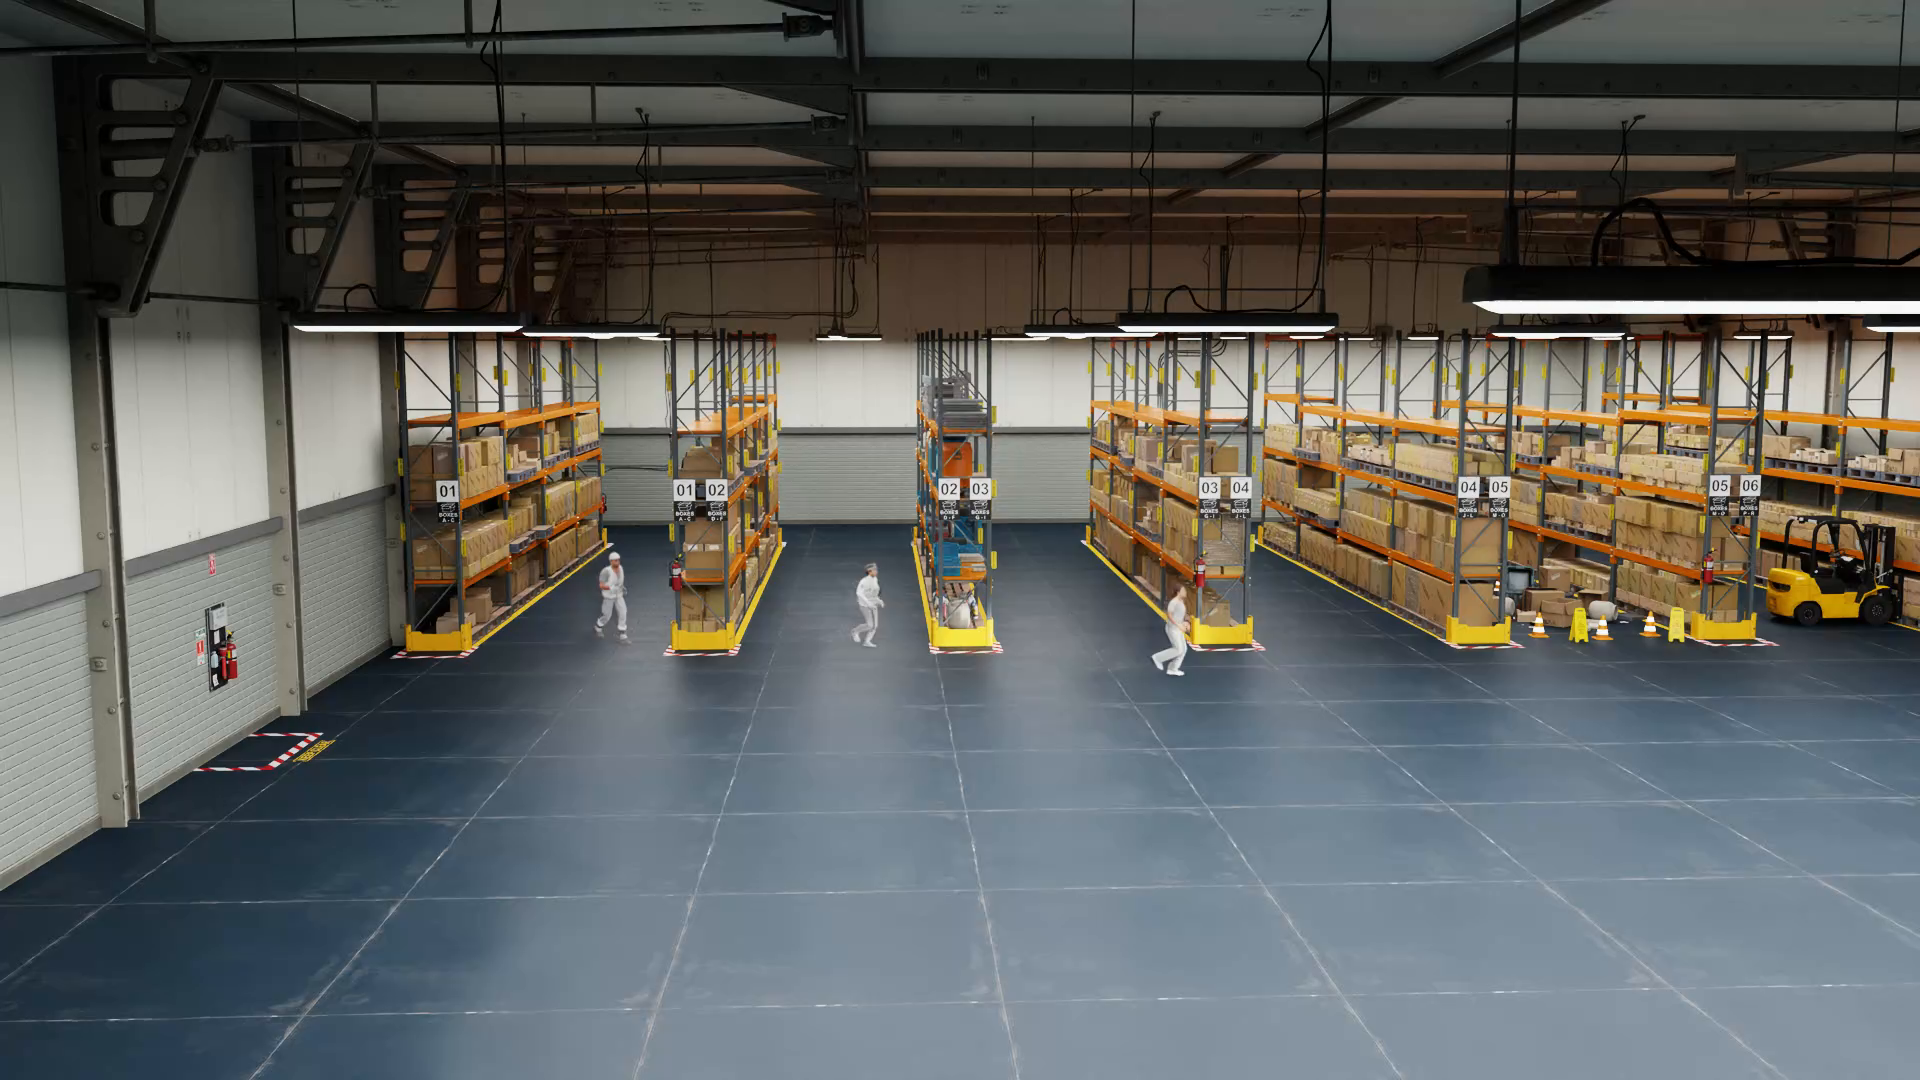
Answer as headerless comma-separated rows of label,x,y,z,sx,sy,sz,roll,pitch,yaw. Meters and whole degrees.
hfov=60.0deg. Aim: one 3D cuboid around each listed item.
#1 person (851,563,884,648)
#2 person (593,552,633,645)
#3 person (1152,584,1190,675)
person,-1.791,1.223,31.463,0.588,1.629,0.615,4,8,33
person,-6.644,1.096,31.685,0.641,1.756,1.048,-6,9,-43
person,3.653,1.554,28.830,0.612,1.587,0.564,3,7,24
